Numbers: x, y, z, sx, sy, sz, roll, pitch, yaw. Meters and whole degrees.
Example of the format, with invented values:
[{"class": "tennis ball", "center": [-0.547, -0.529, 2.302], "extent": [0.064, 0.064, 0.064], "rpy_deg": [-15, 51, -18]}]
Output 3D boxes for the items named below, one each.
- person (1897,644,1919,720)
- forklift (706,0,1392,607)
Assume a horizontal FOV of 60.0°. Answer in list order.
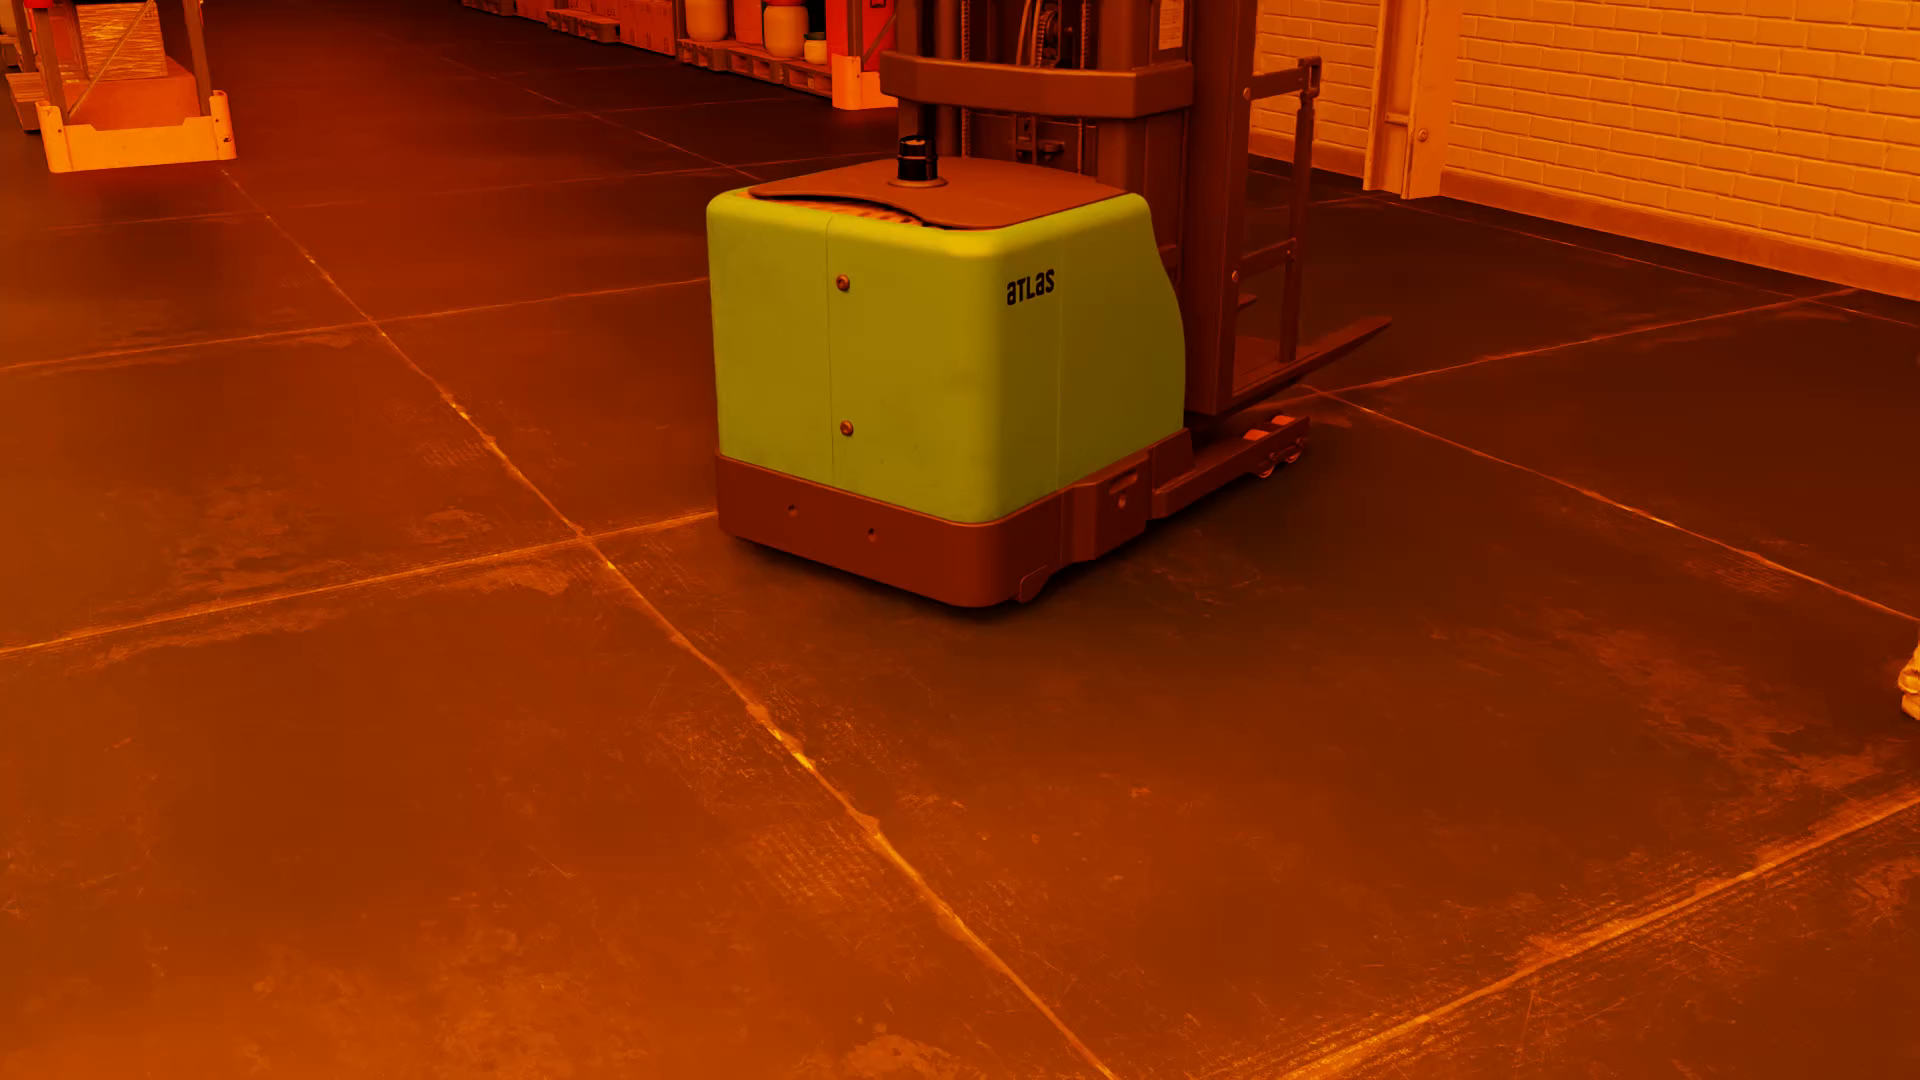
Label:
[{"class": "person", "center": [2.598, -0.293, 3.596], "extent": [0.695, 1.774, 0.974], "rpy_deg": [7, 23, 16]}, {"class": "forklift", "center": [0.562, -1.666, 5.335], "extent": [1.130, 2.935, 3.031], "rpy_deg": [16, 27, 34]}]
